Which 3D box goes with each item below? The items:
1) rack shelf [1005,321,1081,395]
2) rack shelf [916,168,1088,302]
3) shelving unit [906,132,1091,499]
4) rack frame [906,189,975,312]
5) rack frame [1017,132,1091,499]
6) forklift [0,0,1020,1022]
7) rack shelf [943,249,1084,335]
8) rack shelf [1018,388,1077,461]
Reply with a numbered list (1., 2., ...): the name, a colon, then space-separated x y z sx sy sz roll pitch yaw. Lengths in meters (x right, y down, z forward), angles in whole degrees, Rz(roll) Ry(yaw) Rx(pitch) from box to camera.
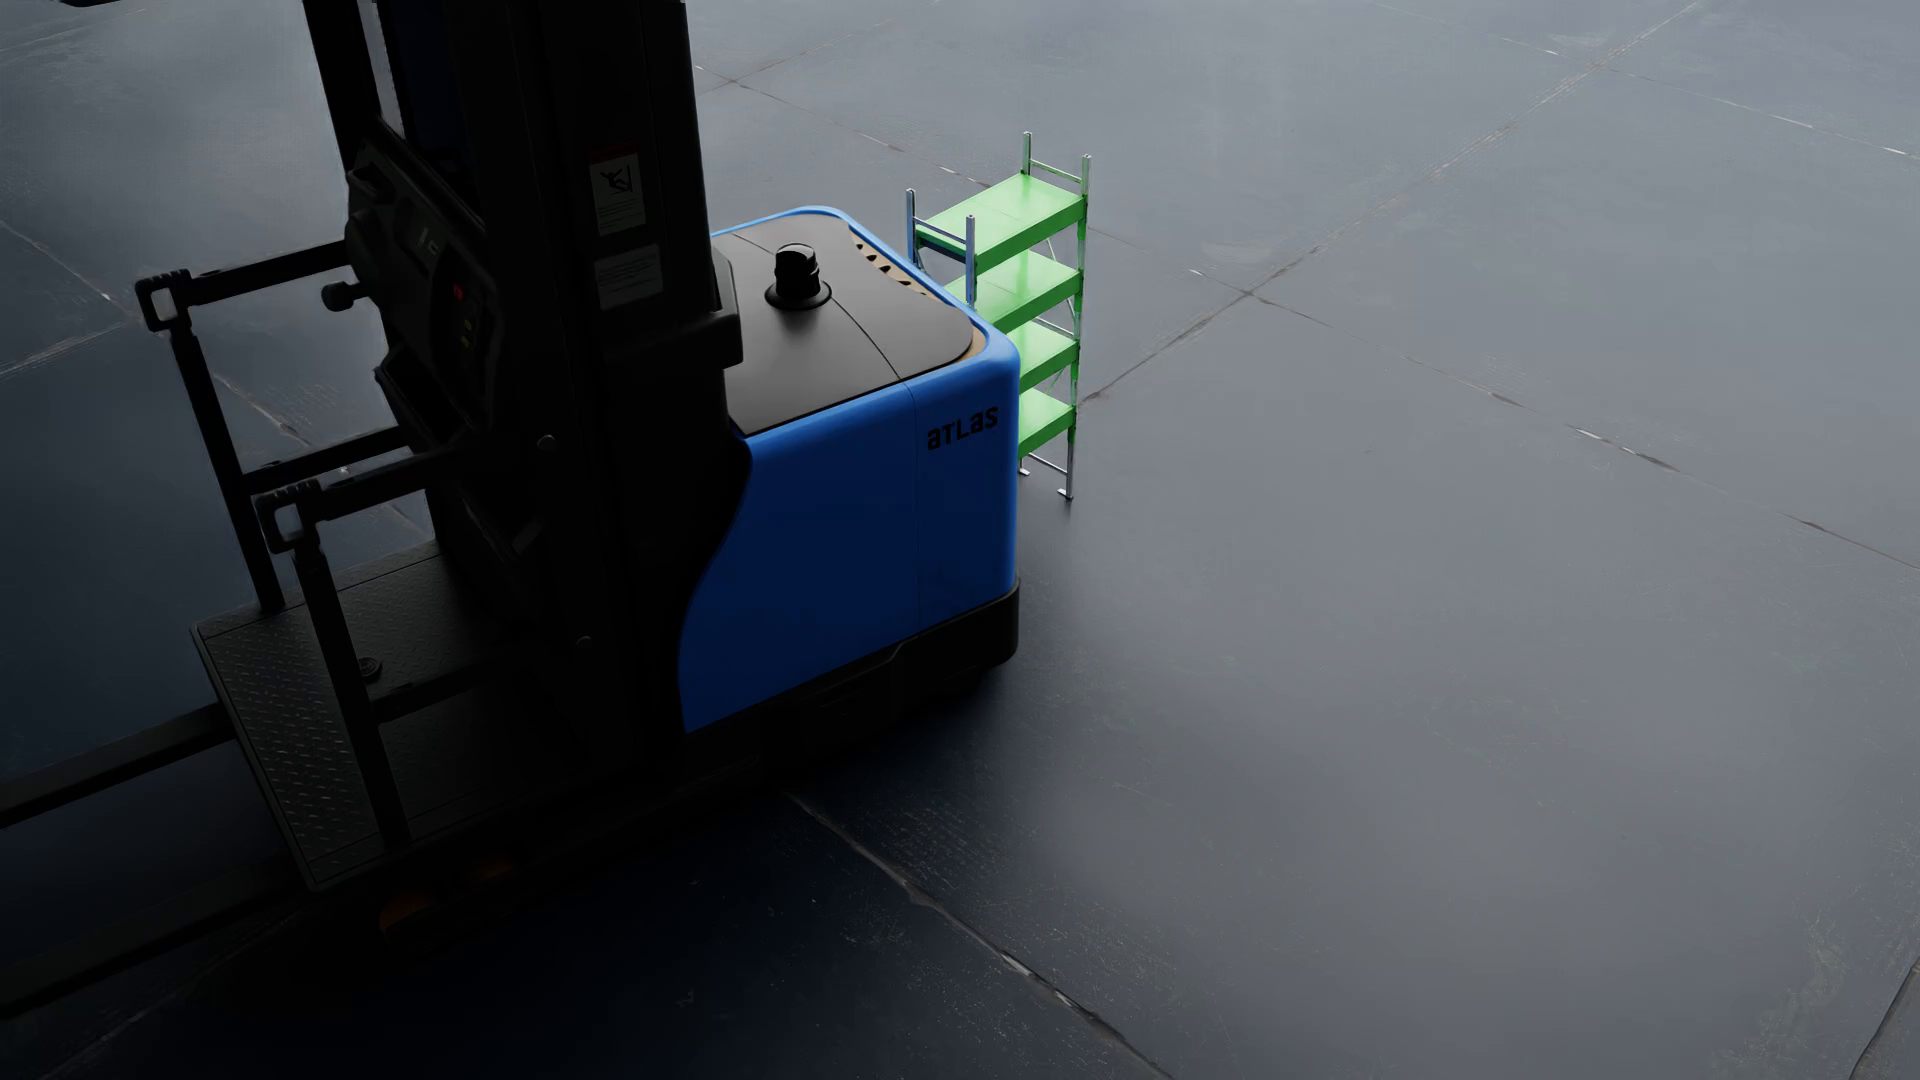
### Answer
1. rack shelf: 0.112 -0.496 5.012 0.258 0.148 0.480 30 47 32
2. rack shelf: 0.112 -0.871 4.713 0.258 0.148 0.480 30 47 32
3. shelving unit: 0.112 -0.546 4.972 0.258 1.200 0.503 30 47 32
4. rack frame: -0.053 -0.434 4.831 0.240 1.200 0.015 30 47 32
5. rack frame: 0.276 -0.658 5.113 0.240 1.200 0.015 30 47 32
6. forklift: -1.343 -0.526 3.557 3.031 2.935 1.130 -23 44 -26
7. rack shelf: 0.112 -0.683 4.863 0.258 0.148 0.480 30 47 32
8. rack shelf: 0.112 -0.308 5.161 0.258 0.148 0.480 30 47 32
